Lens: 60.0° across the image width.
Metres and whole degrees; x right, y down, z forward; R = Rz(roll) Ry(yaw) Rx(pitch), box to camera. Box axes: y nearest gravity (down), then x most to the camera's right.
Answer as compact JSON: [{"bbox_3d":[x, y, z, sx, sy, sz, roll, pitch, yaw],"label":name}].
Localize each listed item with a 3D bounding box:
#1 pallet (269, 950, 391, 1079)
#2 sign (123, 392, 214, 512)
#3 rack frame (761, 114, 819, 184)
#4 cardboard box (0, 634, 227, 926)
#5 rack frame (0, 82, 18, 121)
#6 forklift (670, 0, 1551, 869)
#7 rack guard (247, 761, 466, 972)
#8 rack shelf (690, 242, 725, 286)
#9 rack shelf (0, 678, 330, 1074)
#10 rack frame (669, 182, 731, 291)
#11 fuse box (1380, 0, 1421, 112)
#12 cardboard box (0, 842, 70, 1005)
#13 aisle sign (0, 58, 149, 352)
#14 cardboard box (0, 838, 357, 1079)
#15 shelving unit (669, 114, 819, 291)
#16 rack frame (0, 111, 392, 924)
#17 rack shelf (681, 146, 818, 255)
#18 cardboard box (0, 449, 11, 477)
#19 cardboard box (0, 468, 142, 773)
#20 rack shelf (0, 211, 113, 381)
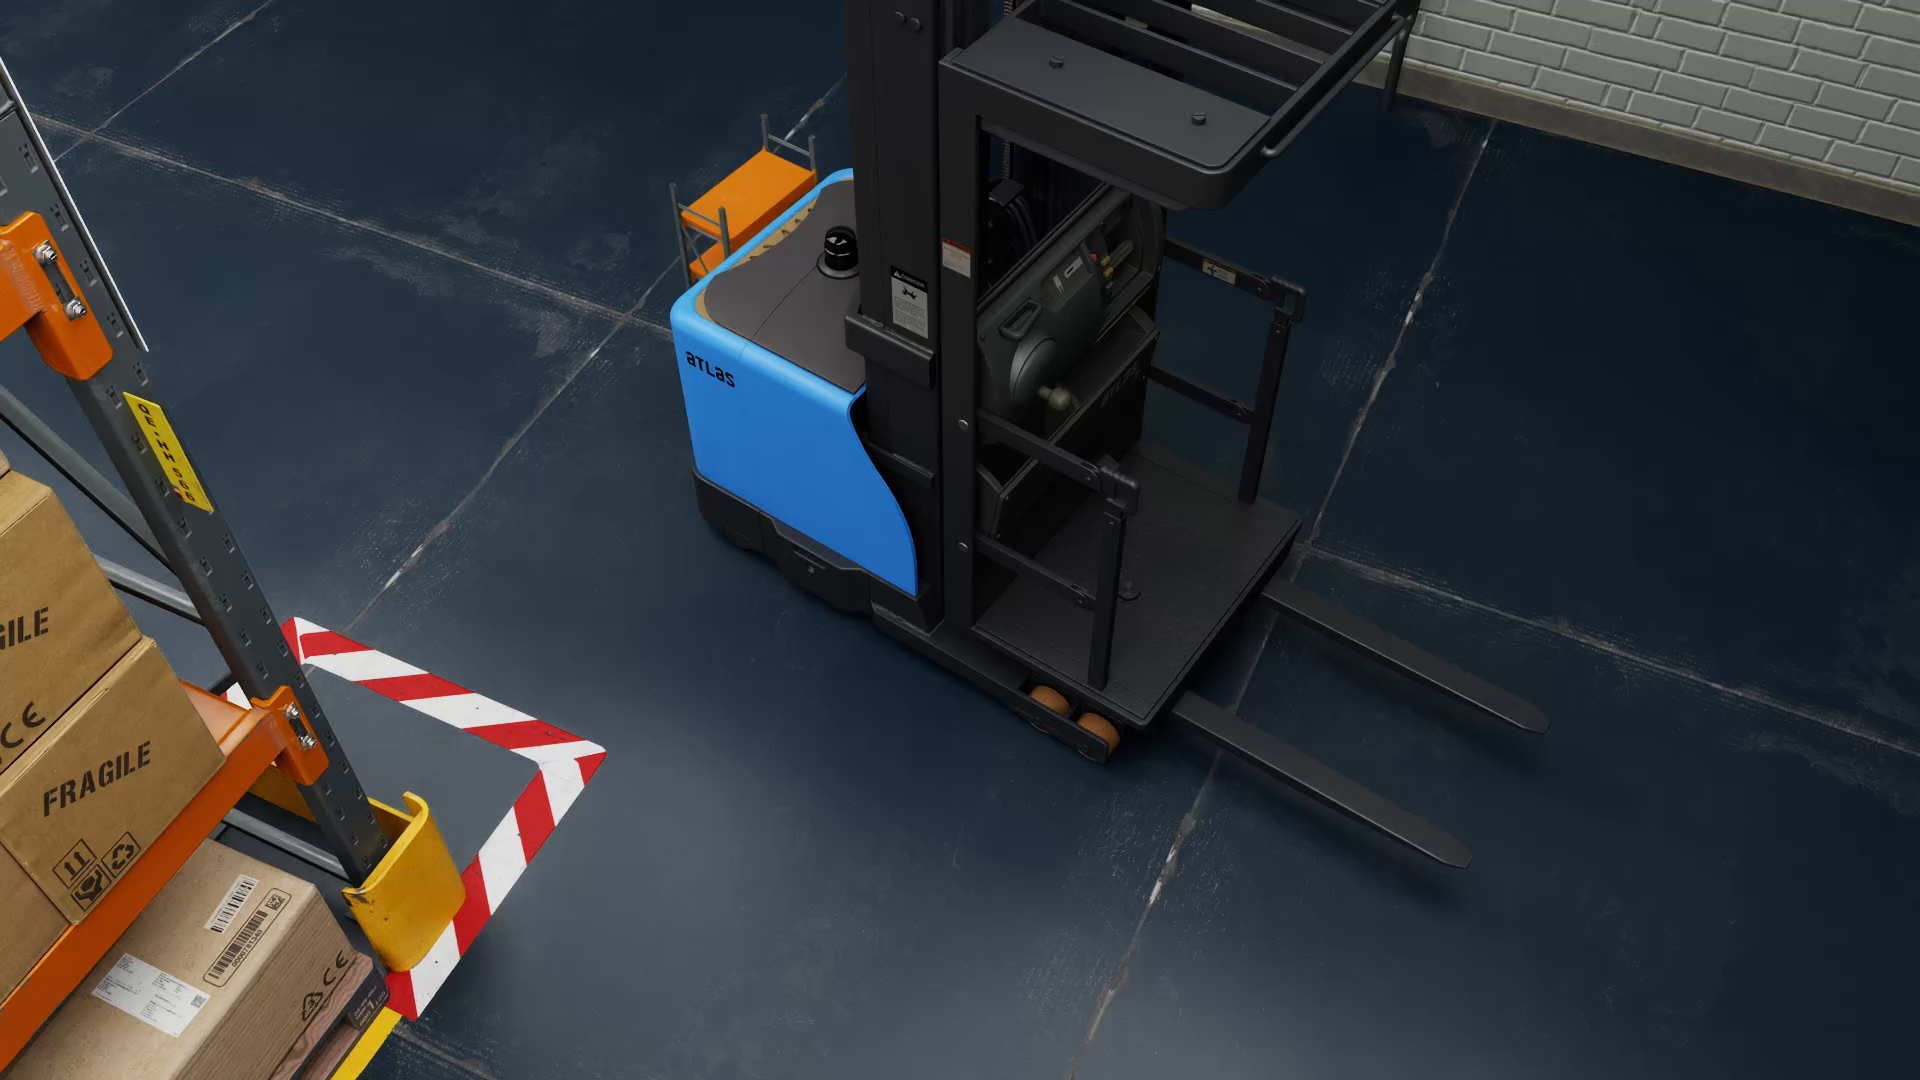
[{"bbox_3d":[-2.431,1.563,4.781,1.003,0.211,1.213,20,52,16],"label":"pallet"},{"bbox_3d":[-1.675,-0.183,3.520,0.100,0.325,0.005,20,52,16],"label":"sign"},{"bbox_3d":[-0.614,-1.088,6.388,0.240,1.200,0.015,28,55,22],"label":"rack frame"},{"bbox_3d":[-2.127,0.469,3.816,0.500,0.500,0.500,20,53,16],"label":"cardboard box"},{"bbox_3d":[-2.160,-1.861,1.925,1.000,3.000,0.127,20,52,16],"label":"rack frame"},{"bbox_3d":[0.514,-0.671,4.897,3.031,2.935,1.130,28,55,22],"label":"forklift"},{"bbox_3d":[-2.150,0.877,5.176,1.175,0.500,0.348,20,52,16],"label":"rack guard"},{"bbox_3d":[-0.756,-1.037,6.140,0.258,0.148,0.480,28,55,22],"label":"rack shelf"},{"bbox_3d":[-3.014,1.694,3.312,1.077,0.370,4.000,20,52,16],"label":"rack shelf"},{"bbox_3d":[-0.897,-0.785,6.130,0.240,1.200,0.015,28,55,22],"label":"rack frame"},{"bbox_3d":[2.065,-2.606,7.344,0.539,1.711,0.414,20,52,16],"label":"fuse box"},{"bbox_3d":[-2.355,0.810,3.526,0.500,0.500,0.500,19,52,15],"label":"cardboard box"},{"bbox_3d":[-1.849,-0.708,3.176,0.394,0.787,0.004,20,52,16],"label":"aisle sign"},{"bbox_3d":[-2.351,1.265,4.611,0.875,0.438,0.875,18,52,15],"label":"cardboard box"},{"bbox_3d":[-0.756,-0.936,6.259,0.258,1.200,0.503,28,55,22],"label":"shelving unit"},{"bbox_3d":[-2.160,0.083,4.210,1.000,3.000,0.127,20,52,16],"label":"rack frame"},{"bbox_3d":[-0.756,-1.191,5.959,0.258,0.148,0.480,28,55,22],"label":"rack shelf"},{"bbox_3d":[-2.132,-0.171,3.278,0.380,0.149,0.250,20,53,17],"label":"cardboard box"},{"bbox_3d":[-2.150,0.136,3.442,0.500,0.500,0.500,21,53,17],"label":"cardboard box"},{"bbox_3d":[-3.014,0.722,2.169,1.077,0.370,4.000,20,52,16],"label":"rack shelf"}]
